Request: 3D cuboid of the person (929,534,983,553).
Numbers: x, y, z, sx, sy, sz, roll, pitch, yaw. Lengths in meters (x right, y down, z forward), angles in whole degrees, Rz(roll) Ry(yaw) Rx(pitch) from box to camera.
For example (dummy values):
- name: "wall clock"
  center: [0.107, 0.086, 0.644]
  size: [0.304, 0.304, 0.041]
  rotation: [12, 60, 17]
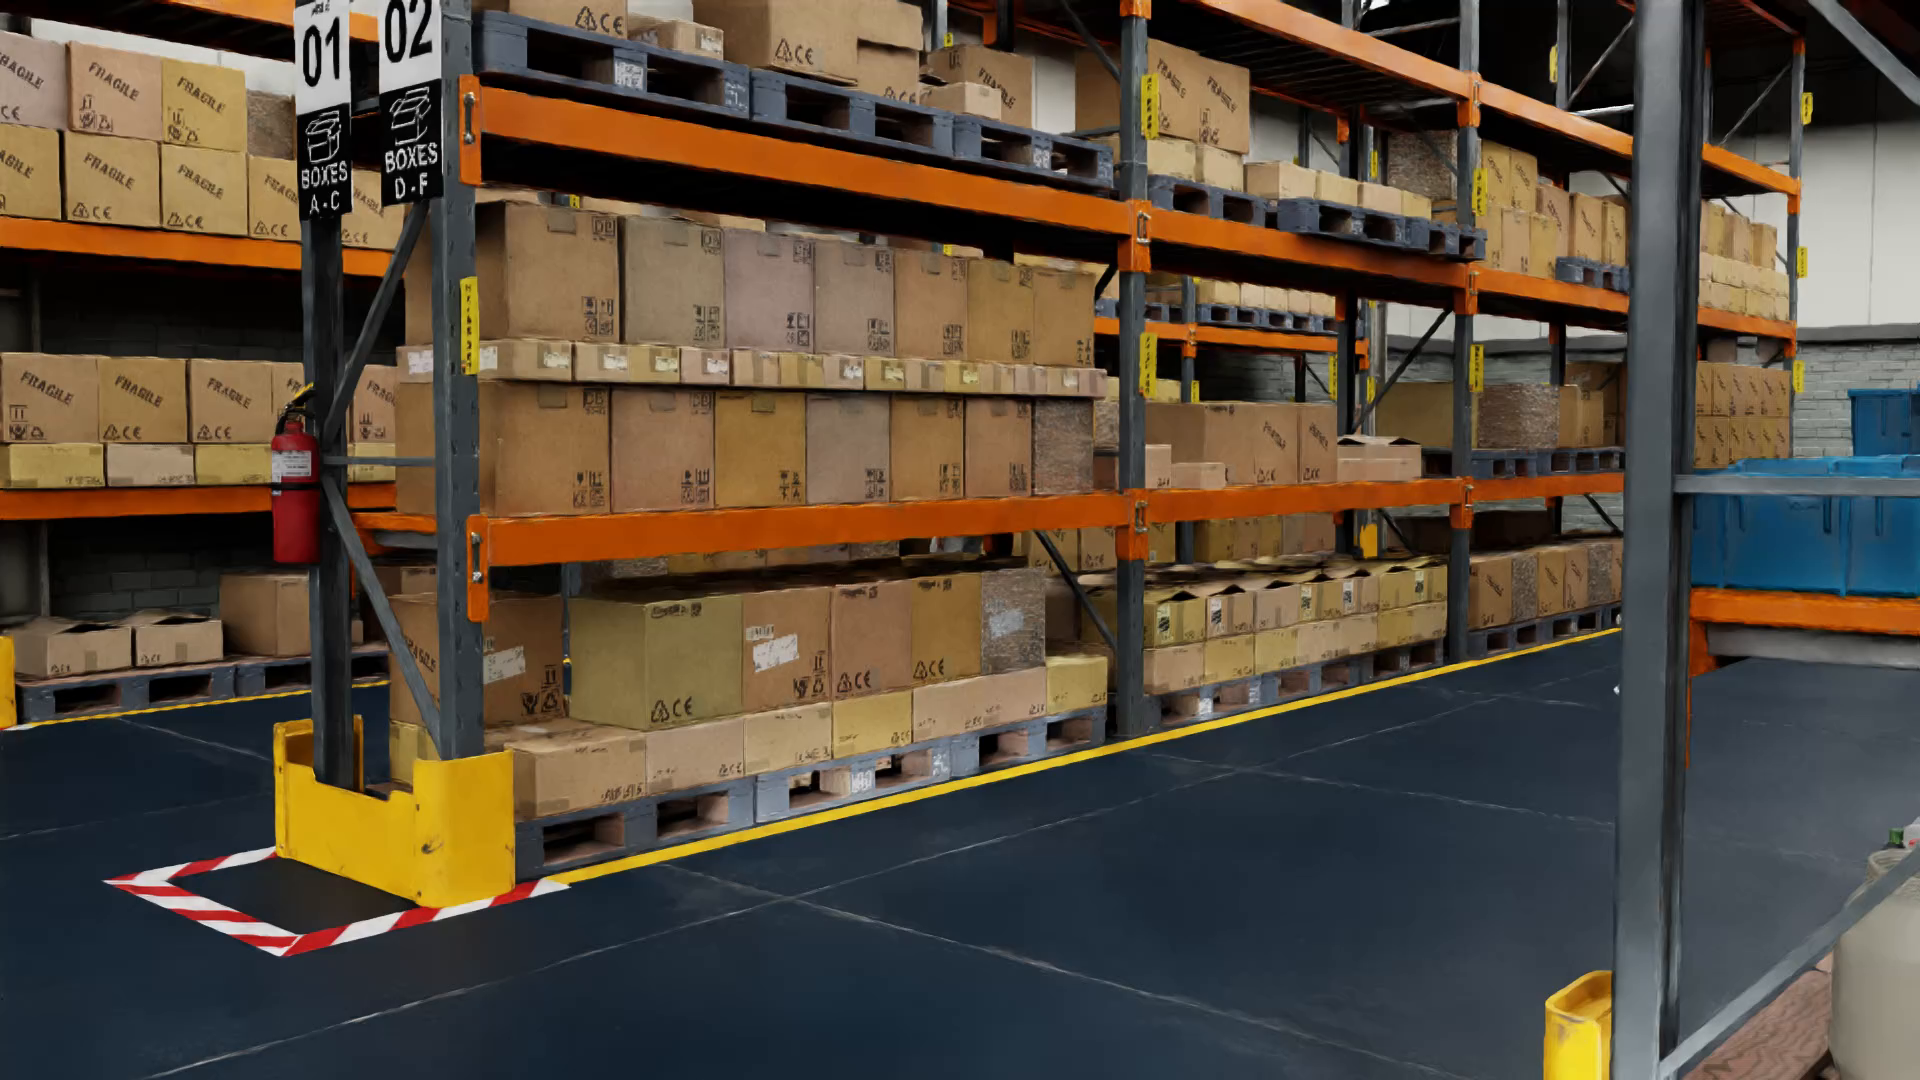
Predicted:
- name: "person"
  center: [0.033, -0.089, 12.759]
  size: [0.511, 1.768, 0.558]
  rotation: [2, 4, 32]
